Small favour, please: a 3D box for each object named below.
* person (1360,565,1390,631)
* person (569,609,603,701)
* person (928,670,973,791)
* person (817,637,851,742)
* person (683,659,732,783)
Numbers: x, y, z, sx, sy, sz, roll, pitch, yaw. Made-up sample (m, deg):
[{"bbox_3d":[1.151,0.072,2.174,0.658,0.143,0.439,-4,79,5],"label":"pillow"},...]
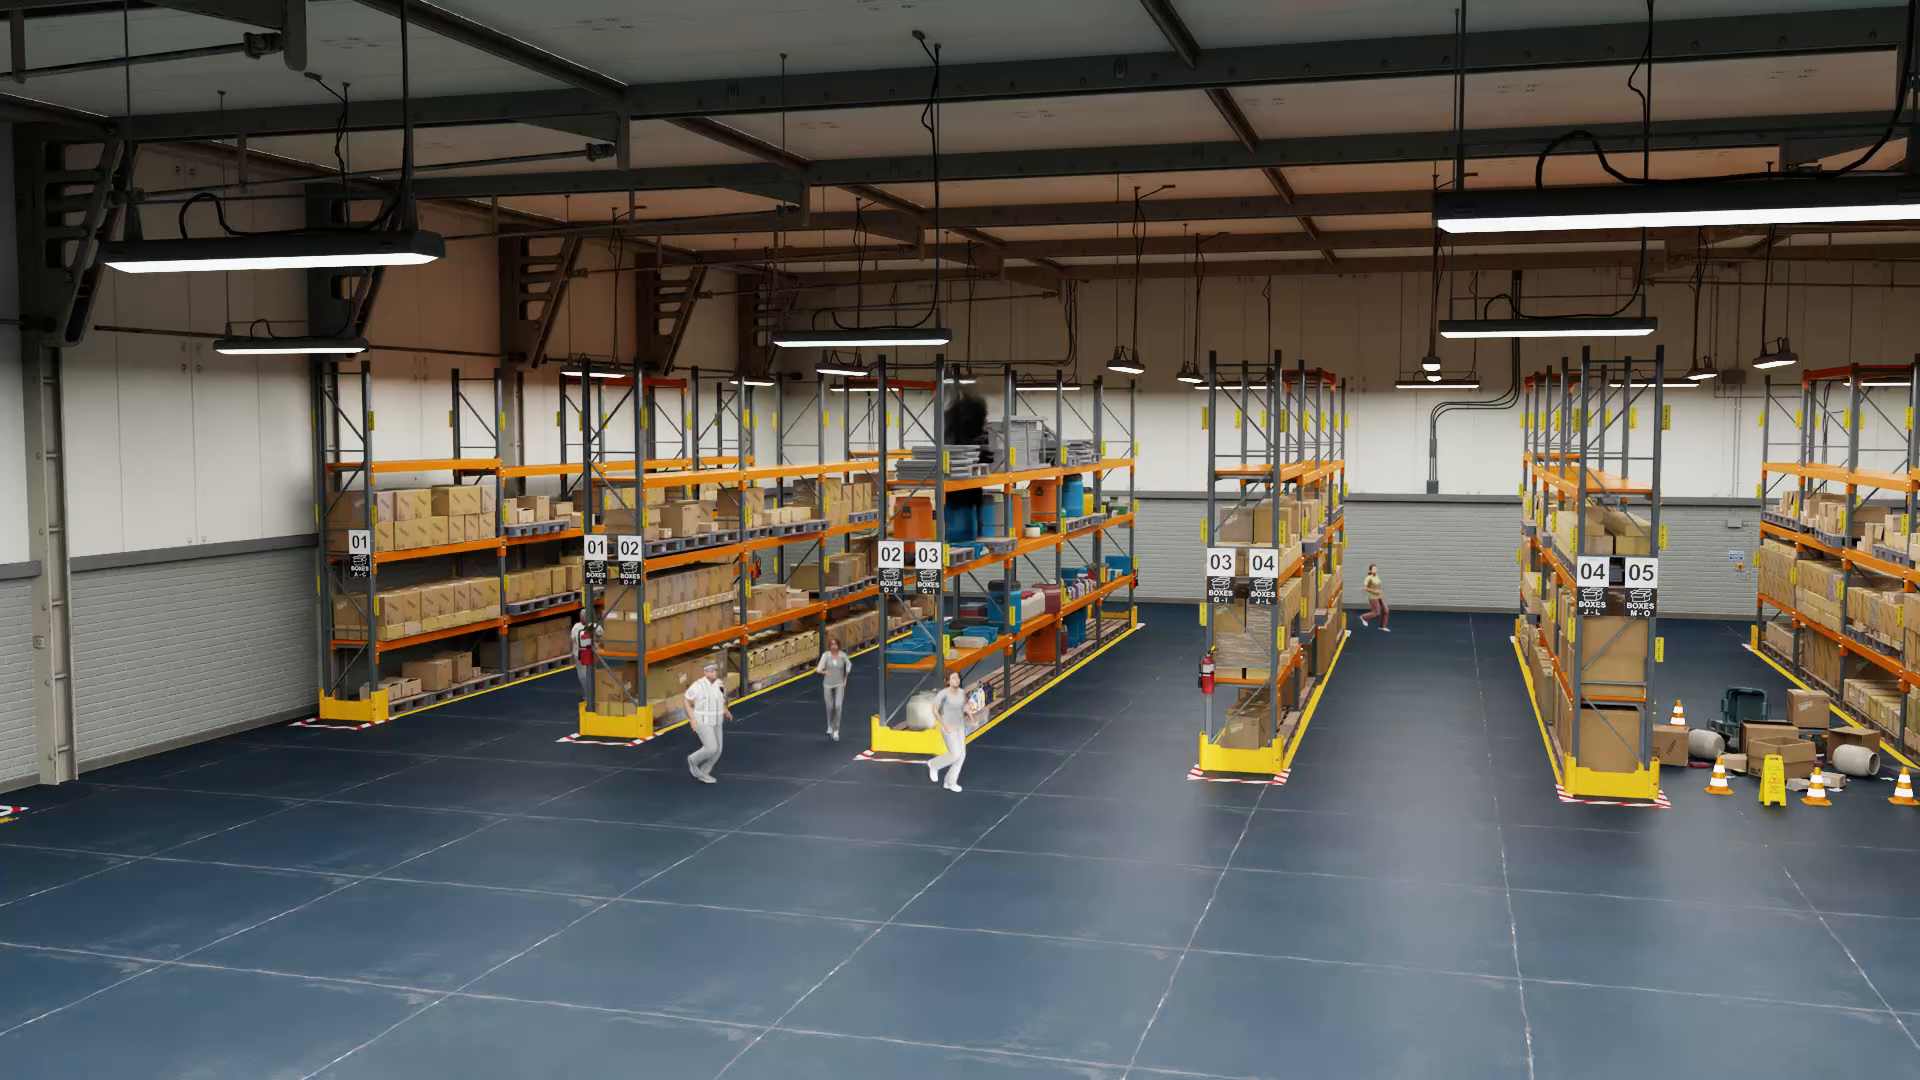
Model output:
[{"bbox_3d":[9.888,1.391,39.781,0.601,1.592,0.674,-3,5,-40],"label":"person"},{"bbox_3d":[-6.642,2.079,29.472,0.582,1.714,0.680,1,4,11],"label":"person"},{"bbox_3d":[-0.111,2.578,22.643,0.560,1.639,0.605,-4,6,-42],"label":"person"},{"bbox_3d":[-1.988,2.342,26.178,0.530,1.642,0.693,0,4,0],"label":"person"},{"bbox_3d":[-3.421,2.501,22.923,0.581,1.723,0.651,3,5,39],"label":"person"}]
